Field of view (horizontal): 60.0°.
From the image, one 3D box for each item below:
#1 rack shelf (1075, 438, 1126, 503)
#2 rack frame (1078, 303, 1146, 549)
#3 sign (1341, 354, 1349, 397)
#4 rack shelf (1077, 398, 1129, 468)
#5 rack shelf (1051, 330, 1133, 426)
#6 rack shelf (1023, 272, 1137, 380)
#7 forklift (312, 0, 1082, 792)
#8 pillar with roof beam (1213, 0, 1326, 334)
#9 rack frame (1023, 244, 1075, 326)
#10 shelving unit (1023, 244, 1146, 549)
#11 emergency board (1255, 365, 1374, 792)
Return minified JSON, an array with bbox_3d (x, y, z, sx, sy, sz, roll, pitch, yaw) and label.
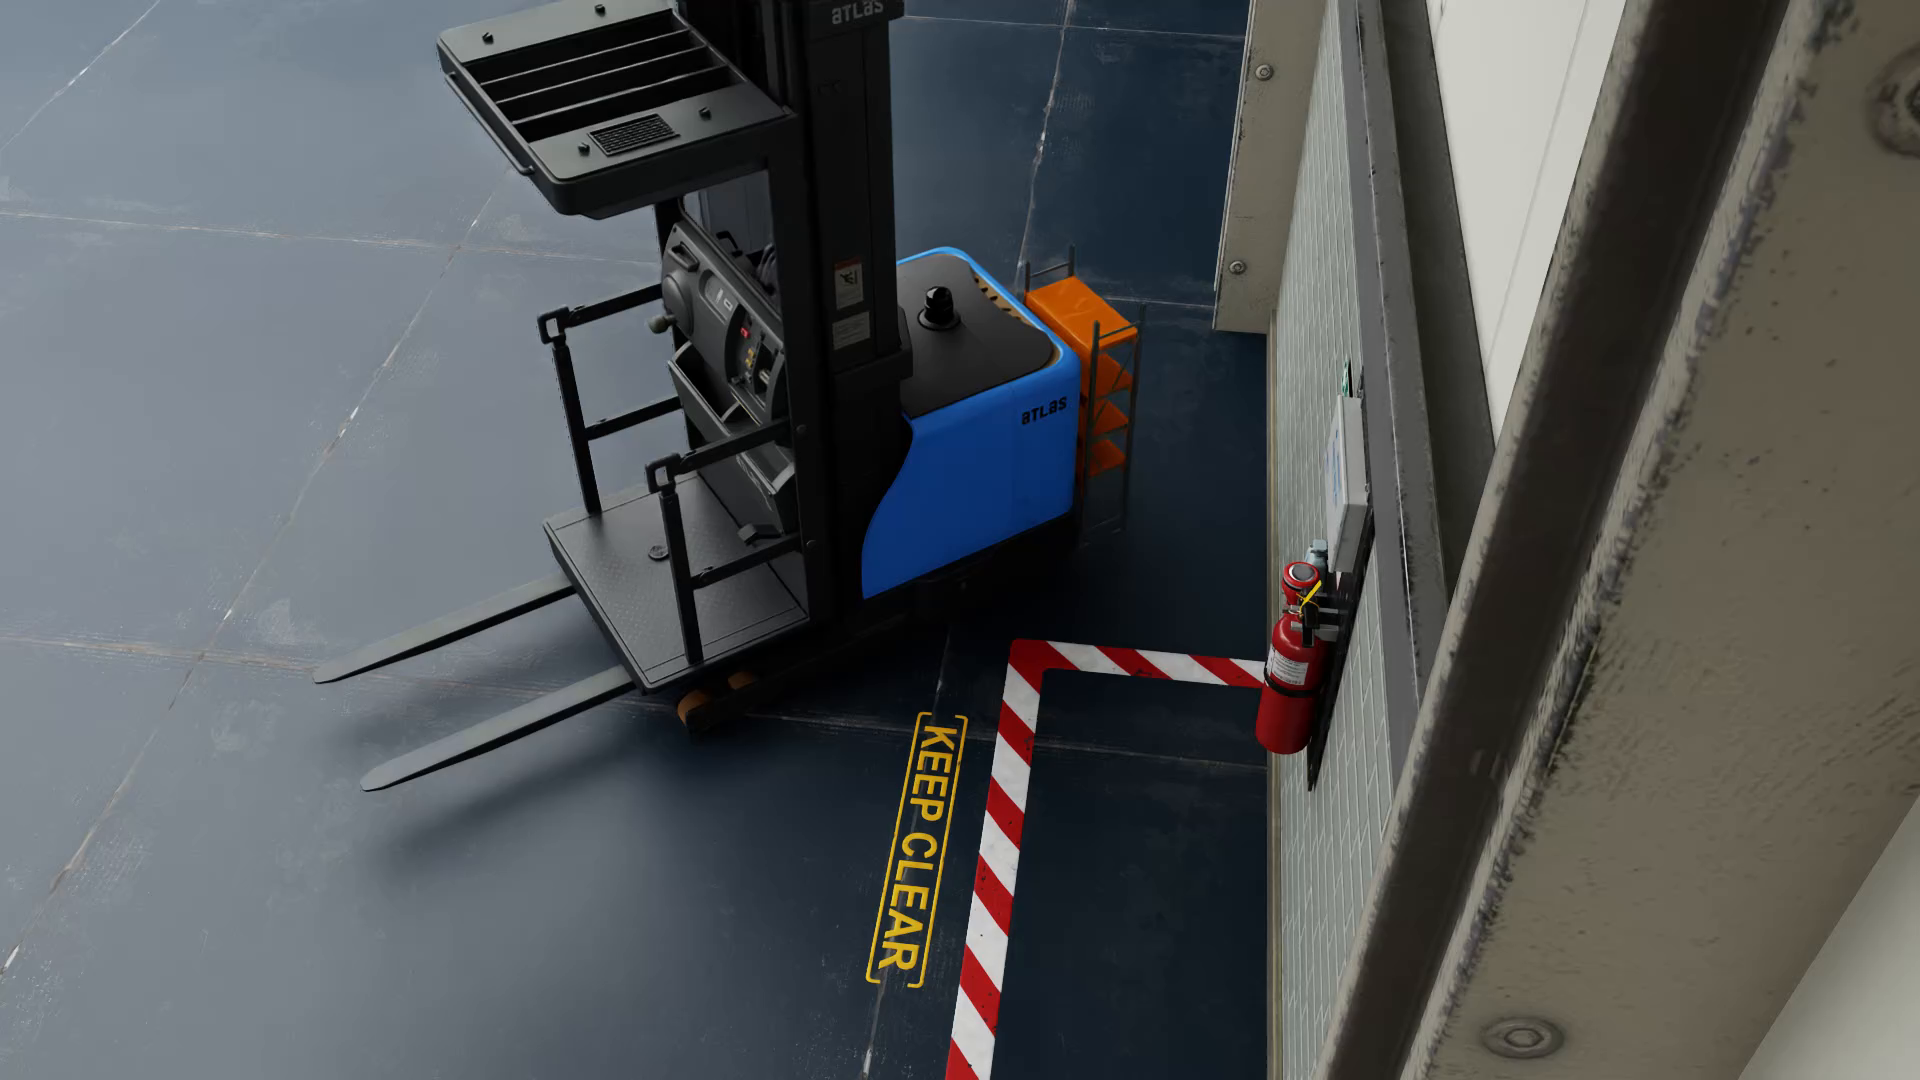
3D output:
[{"bbox_3d":[0.491,-0.393,7.201,0.258,0.148,0.480,-23,48,-23],"label":"rack shelf"},{"bbox_3d":[0.620,-0.444,6.868,0.240,1.200,0.015,-23,48,-23],"label":"rack frame"},{"bbox_3d":[1.192,-0.435,5.139,0.001,0.109,0.331,5,44,6],"label":"sign"},{"bbox_3d":[0.492,-0.538,7.065,0.258,0.148,0.480,-23,48,-23],"label":"rack shelf"},{"bbox_3d":[0.493,-0.701,6.911,0.258,0.148,0.480,-23,48,-23],"label":"rack shelf"},{"bbox_3d":[0.493,-0.873,6.749,0.258,0.148,0.480,-23,48,-23],"label":"rack shelf"},{"bbox_3d":[-1.033,-0.737,5.919,3.031,2.935,1.130,-23,48,-22],"label":"forklift"},{"bbox_3d":[-2.812,-4.843,5.842,9.100,9.000,0.400,5,44,6],"label":"pillar with roof beam"},{"bbox_3d":[0.364,-0.730,7.169,0.240,1.200,0.015,-23,48,-23],"label":"rack frame"},{"bbox_3d":[0.492,-0.587,7.019,0.258,1.200,0.503,-23,48,-23],"label":"shelving unit"},{"bbox_3d":[1.026,0.135,4.948,0.194,1.169,0.643,5,44,6],"label":"emergency board"}]
